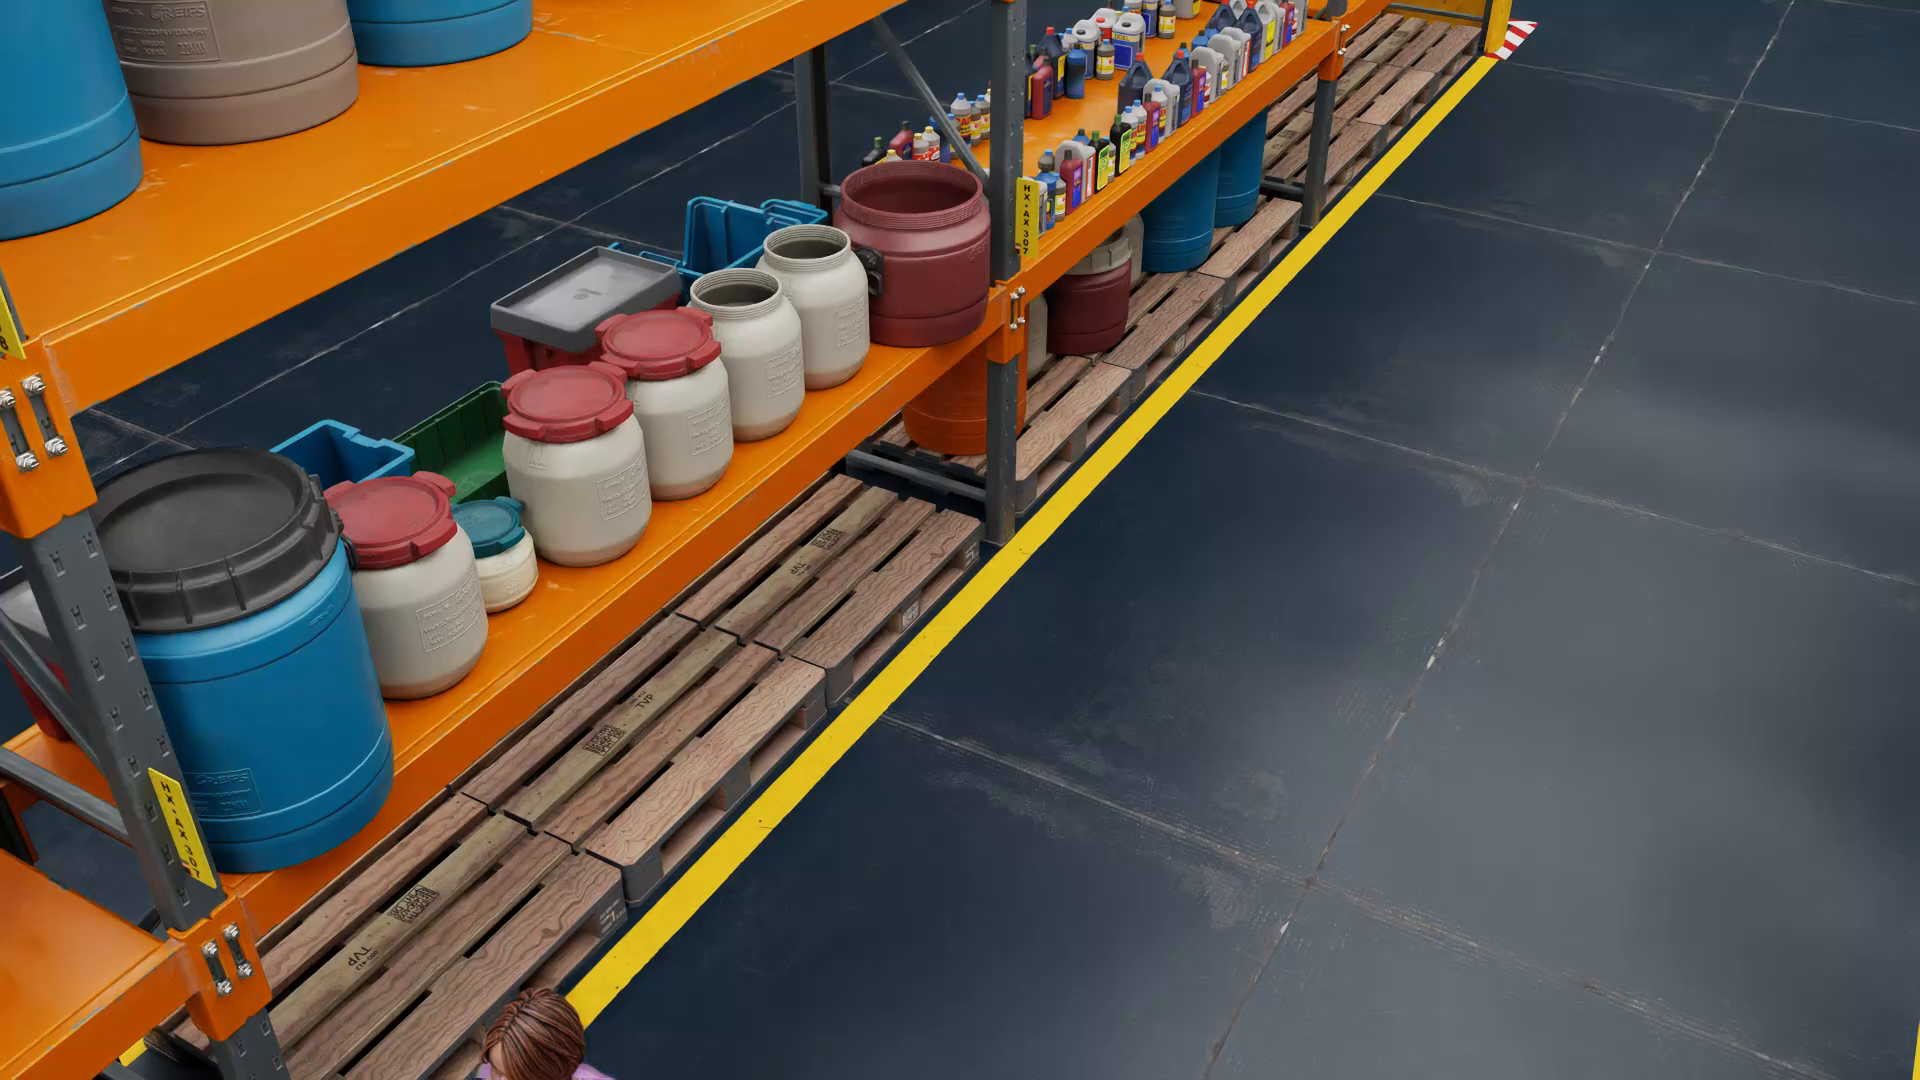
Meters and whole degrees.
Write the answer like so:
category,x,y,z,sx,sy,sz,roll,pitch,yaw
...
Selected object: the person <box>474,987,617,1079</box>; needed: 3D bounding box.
category,x,y,z,sx,sy,sz,roll,pitch,yaw
person,-0.905,1.670,3.728,0.423,1.602,0.745,8,35,12
